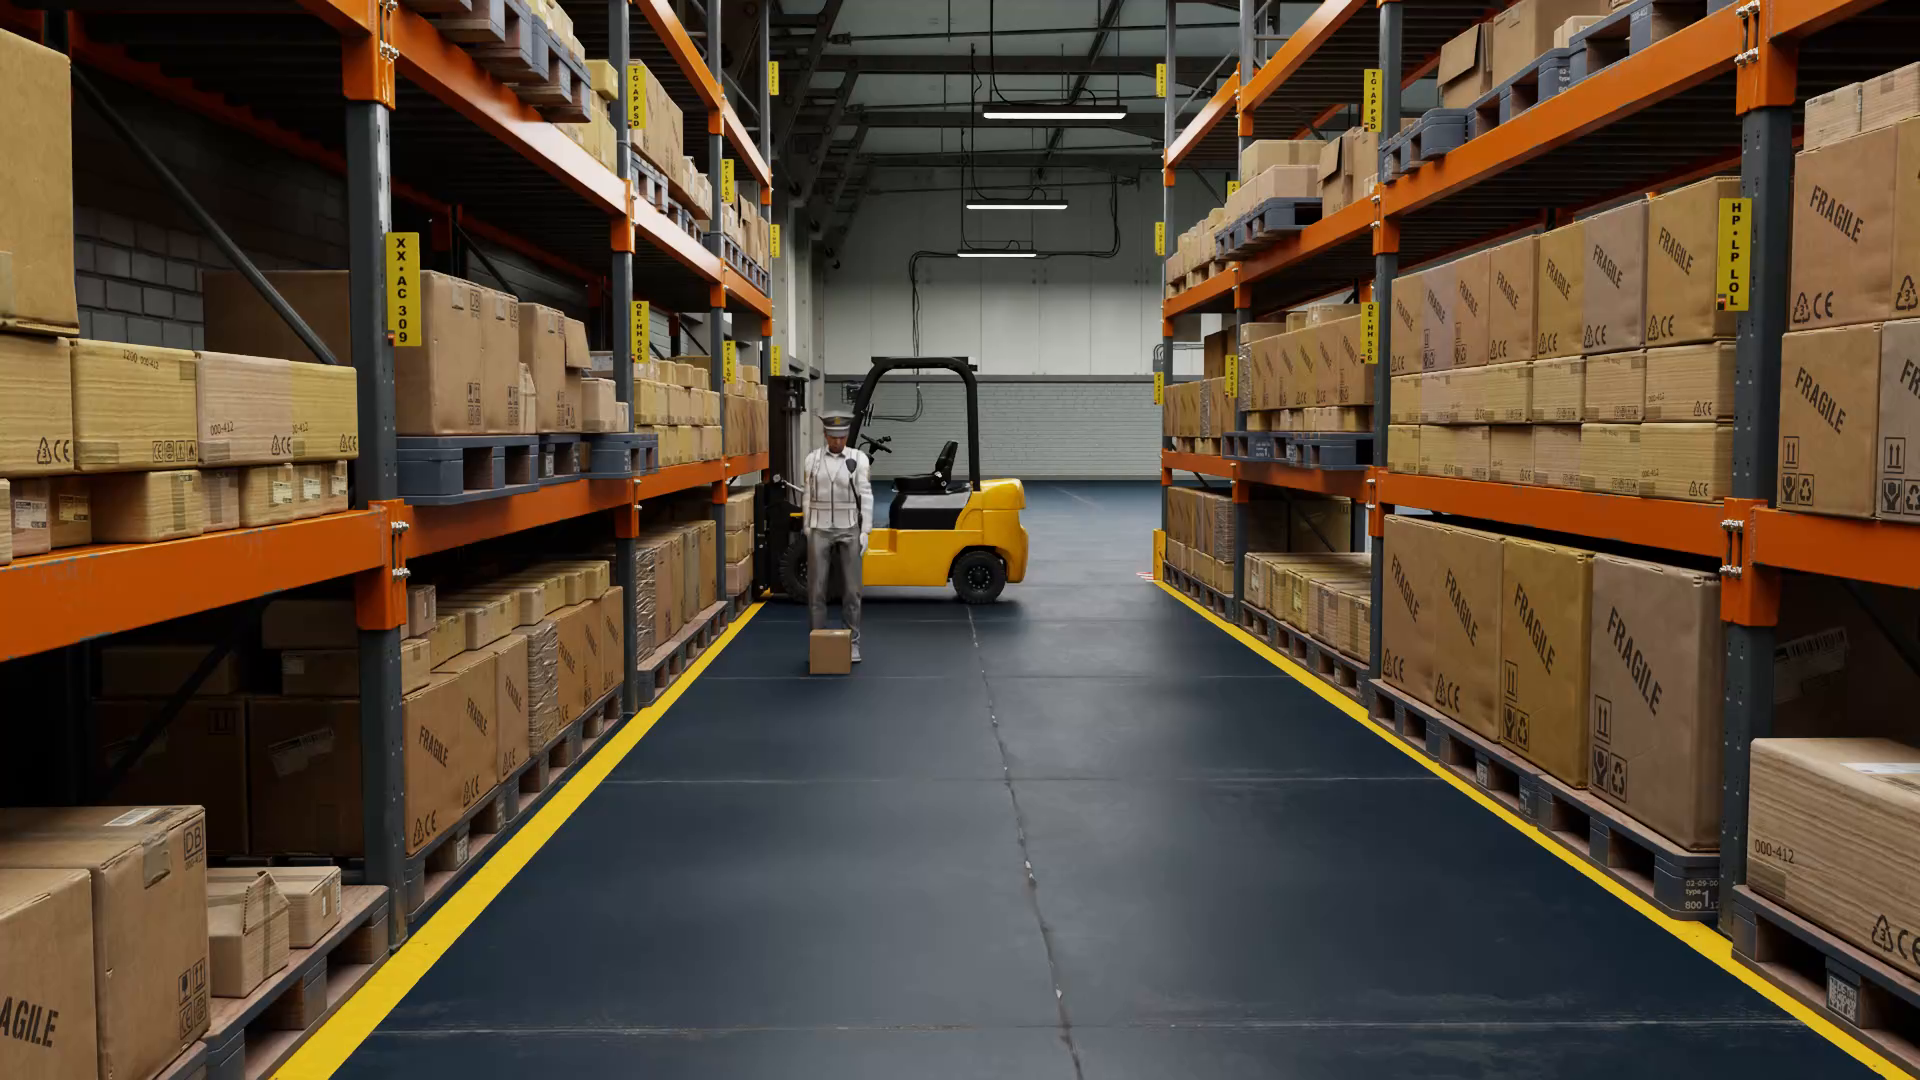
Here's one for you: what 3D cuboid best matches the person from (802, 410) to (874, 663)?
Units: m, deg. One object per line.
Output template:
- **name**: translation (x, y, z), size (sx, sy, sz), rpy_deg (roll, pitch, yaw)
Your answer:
- **person**: translation (-0.803, -0.023, 10.935), size (0.476, 1.659, 0.338), rpy_deg (0, 4, 0)
